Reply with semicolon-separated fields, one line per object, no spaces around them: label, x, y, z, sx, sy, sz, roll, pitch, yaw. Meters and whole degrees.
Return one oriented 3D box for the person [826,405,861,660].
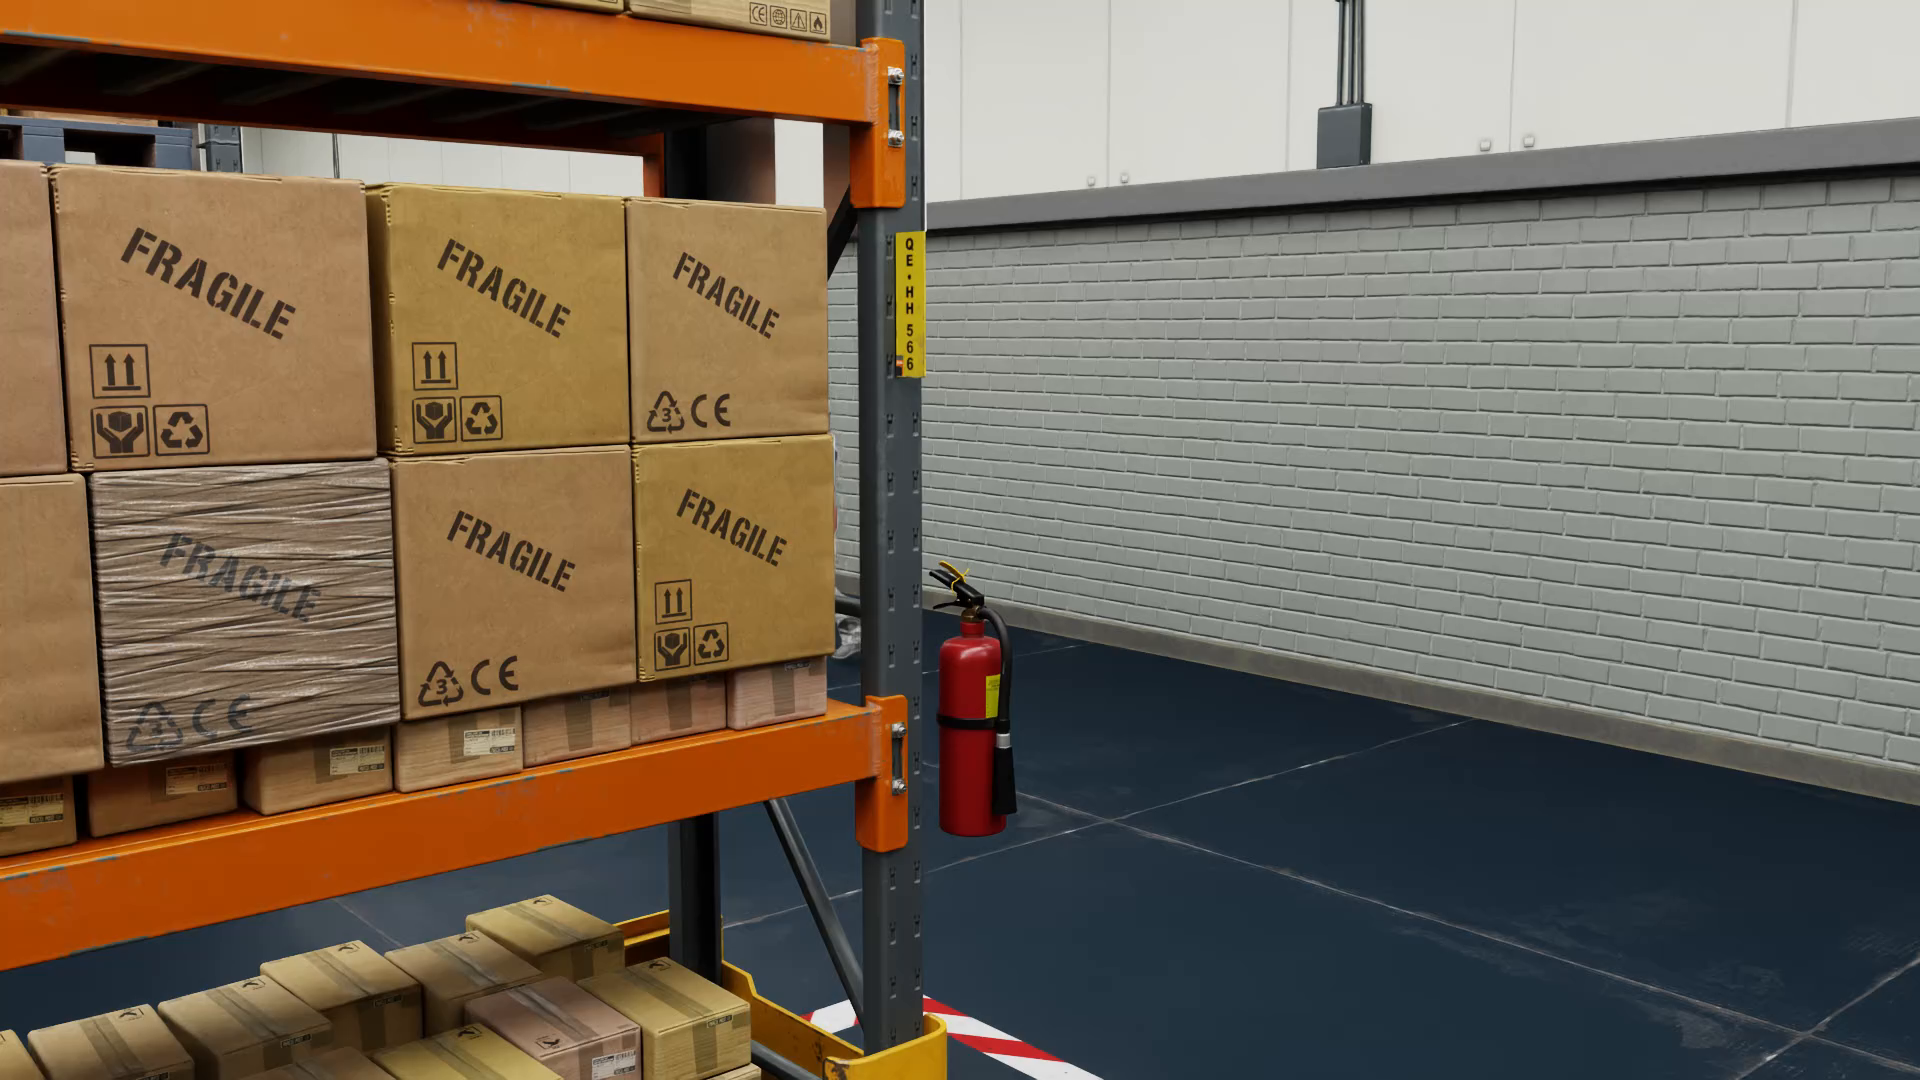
person;-0.948;-0.051;10.555;0.730;1.771;0.565;0;7;-2
